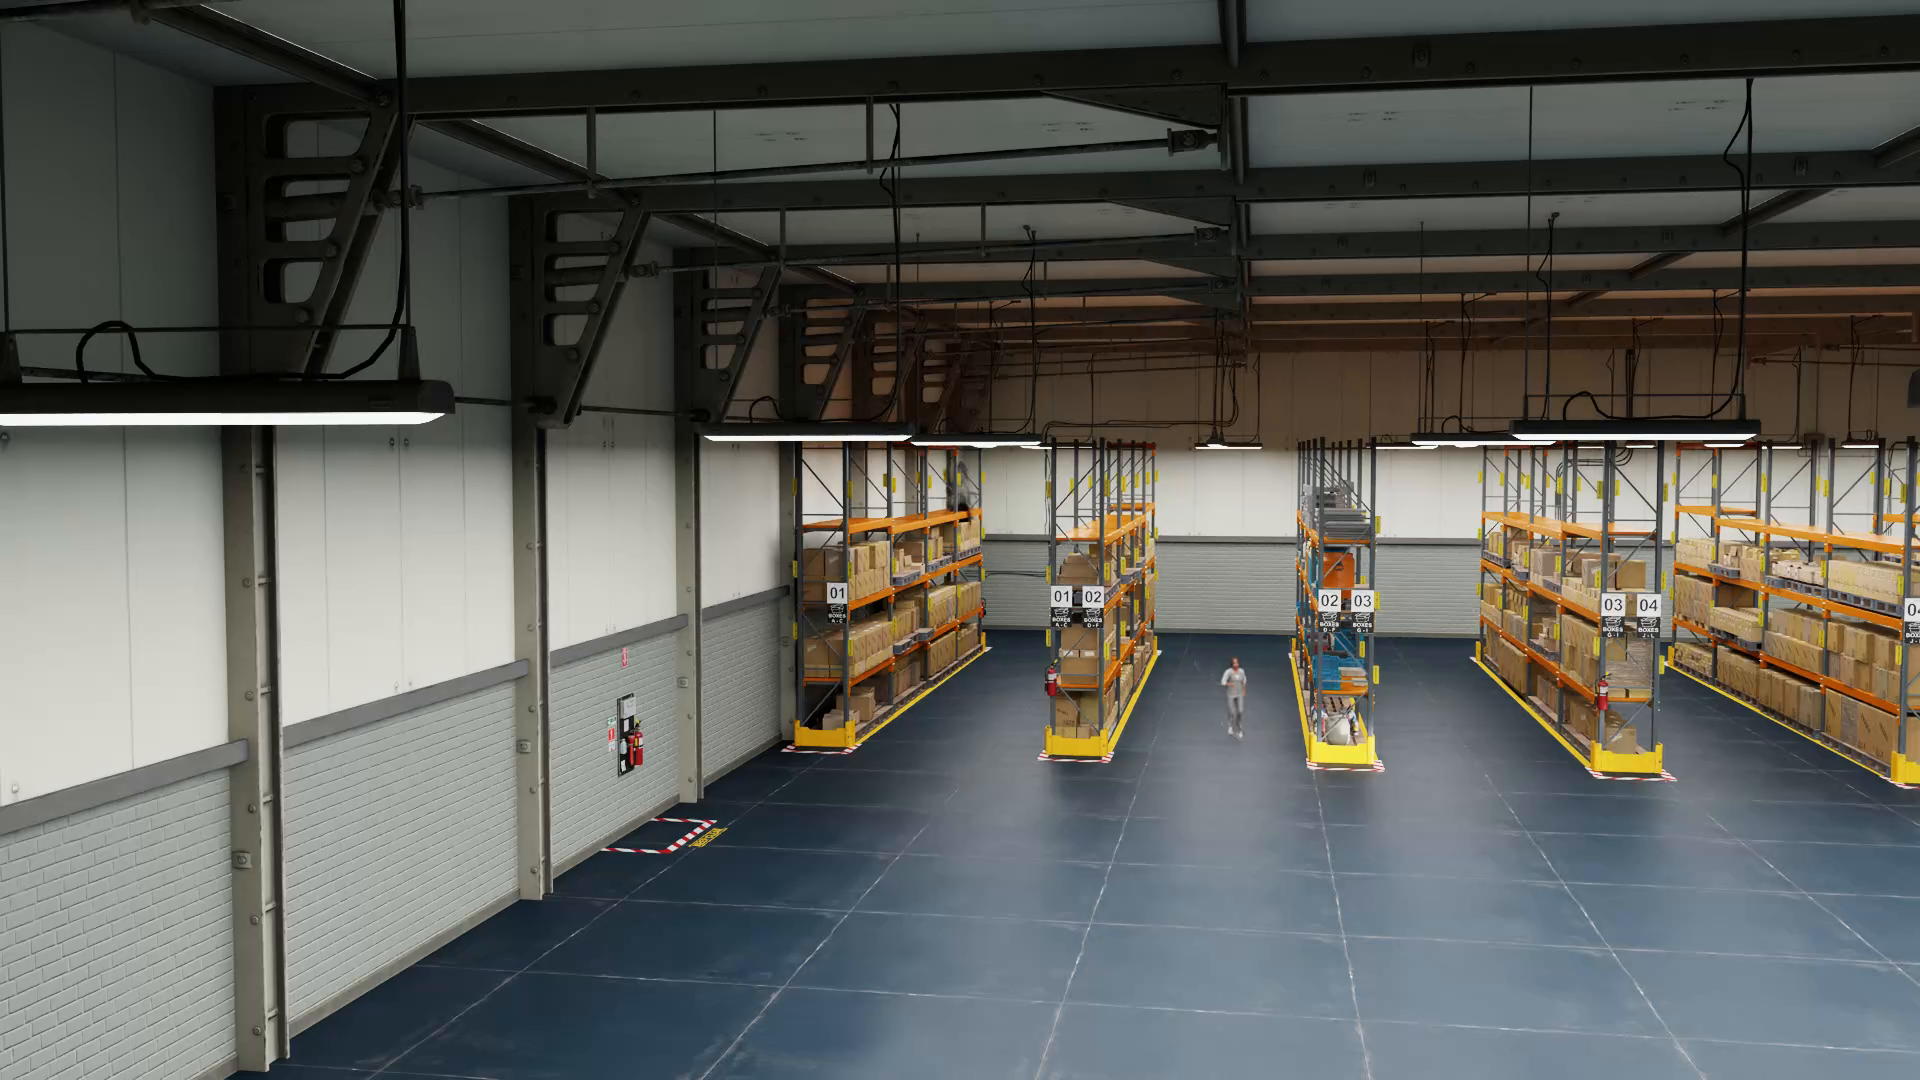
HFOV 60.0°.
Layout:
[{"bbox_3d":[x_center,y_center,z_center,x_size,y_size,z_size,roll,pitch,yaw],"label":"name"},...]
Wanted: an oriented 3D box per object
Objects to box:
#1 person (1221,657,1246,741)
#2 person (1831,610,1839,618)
[{"bbox_3d":[5.477,3.152,33.256,0.528,1.633,0.750,0,3,-1],"label":"person"},{"bbox_3d":[23.856,2.561,45.231,0.659,1.575,0.569,1,3,17],"label":"person"}]
